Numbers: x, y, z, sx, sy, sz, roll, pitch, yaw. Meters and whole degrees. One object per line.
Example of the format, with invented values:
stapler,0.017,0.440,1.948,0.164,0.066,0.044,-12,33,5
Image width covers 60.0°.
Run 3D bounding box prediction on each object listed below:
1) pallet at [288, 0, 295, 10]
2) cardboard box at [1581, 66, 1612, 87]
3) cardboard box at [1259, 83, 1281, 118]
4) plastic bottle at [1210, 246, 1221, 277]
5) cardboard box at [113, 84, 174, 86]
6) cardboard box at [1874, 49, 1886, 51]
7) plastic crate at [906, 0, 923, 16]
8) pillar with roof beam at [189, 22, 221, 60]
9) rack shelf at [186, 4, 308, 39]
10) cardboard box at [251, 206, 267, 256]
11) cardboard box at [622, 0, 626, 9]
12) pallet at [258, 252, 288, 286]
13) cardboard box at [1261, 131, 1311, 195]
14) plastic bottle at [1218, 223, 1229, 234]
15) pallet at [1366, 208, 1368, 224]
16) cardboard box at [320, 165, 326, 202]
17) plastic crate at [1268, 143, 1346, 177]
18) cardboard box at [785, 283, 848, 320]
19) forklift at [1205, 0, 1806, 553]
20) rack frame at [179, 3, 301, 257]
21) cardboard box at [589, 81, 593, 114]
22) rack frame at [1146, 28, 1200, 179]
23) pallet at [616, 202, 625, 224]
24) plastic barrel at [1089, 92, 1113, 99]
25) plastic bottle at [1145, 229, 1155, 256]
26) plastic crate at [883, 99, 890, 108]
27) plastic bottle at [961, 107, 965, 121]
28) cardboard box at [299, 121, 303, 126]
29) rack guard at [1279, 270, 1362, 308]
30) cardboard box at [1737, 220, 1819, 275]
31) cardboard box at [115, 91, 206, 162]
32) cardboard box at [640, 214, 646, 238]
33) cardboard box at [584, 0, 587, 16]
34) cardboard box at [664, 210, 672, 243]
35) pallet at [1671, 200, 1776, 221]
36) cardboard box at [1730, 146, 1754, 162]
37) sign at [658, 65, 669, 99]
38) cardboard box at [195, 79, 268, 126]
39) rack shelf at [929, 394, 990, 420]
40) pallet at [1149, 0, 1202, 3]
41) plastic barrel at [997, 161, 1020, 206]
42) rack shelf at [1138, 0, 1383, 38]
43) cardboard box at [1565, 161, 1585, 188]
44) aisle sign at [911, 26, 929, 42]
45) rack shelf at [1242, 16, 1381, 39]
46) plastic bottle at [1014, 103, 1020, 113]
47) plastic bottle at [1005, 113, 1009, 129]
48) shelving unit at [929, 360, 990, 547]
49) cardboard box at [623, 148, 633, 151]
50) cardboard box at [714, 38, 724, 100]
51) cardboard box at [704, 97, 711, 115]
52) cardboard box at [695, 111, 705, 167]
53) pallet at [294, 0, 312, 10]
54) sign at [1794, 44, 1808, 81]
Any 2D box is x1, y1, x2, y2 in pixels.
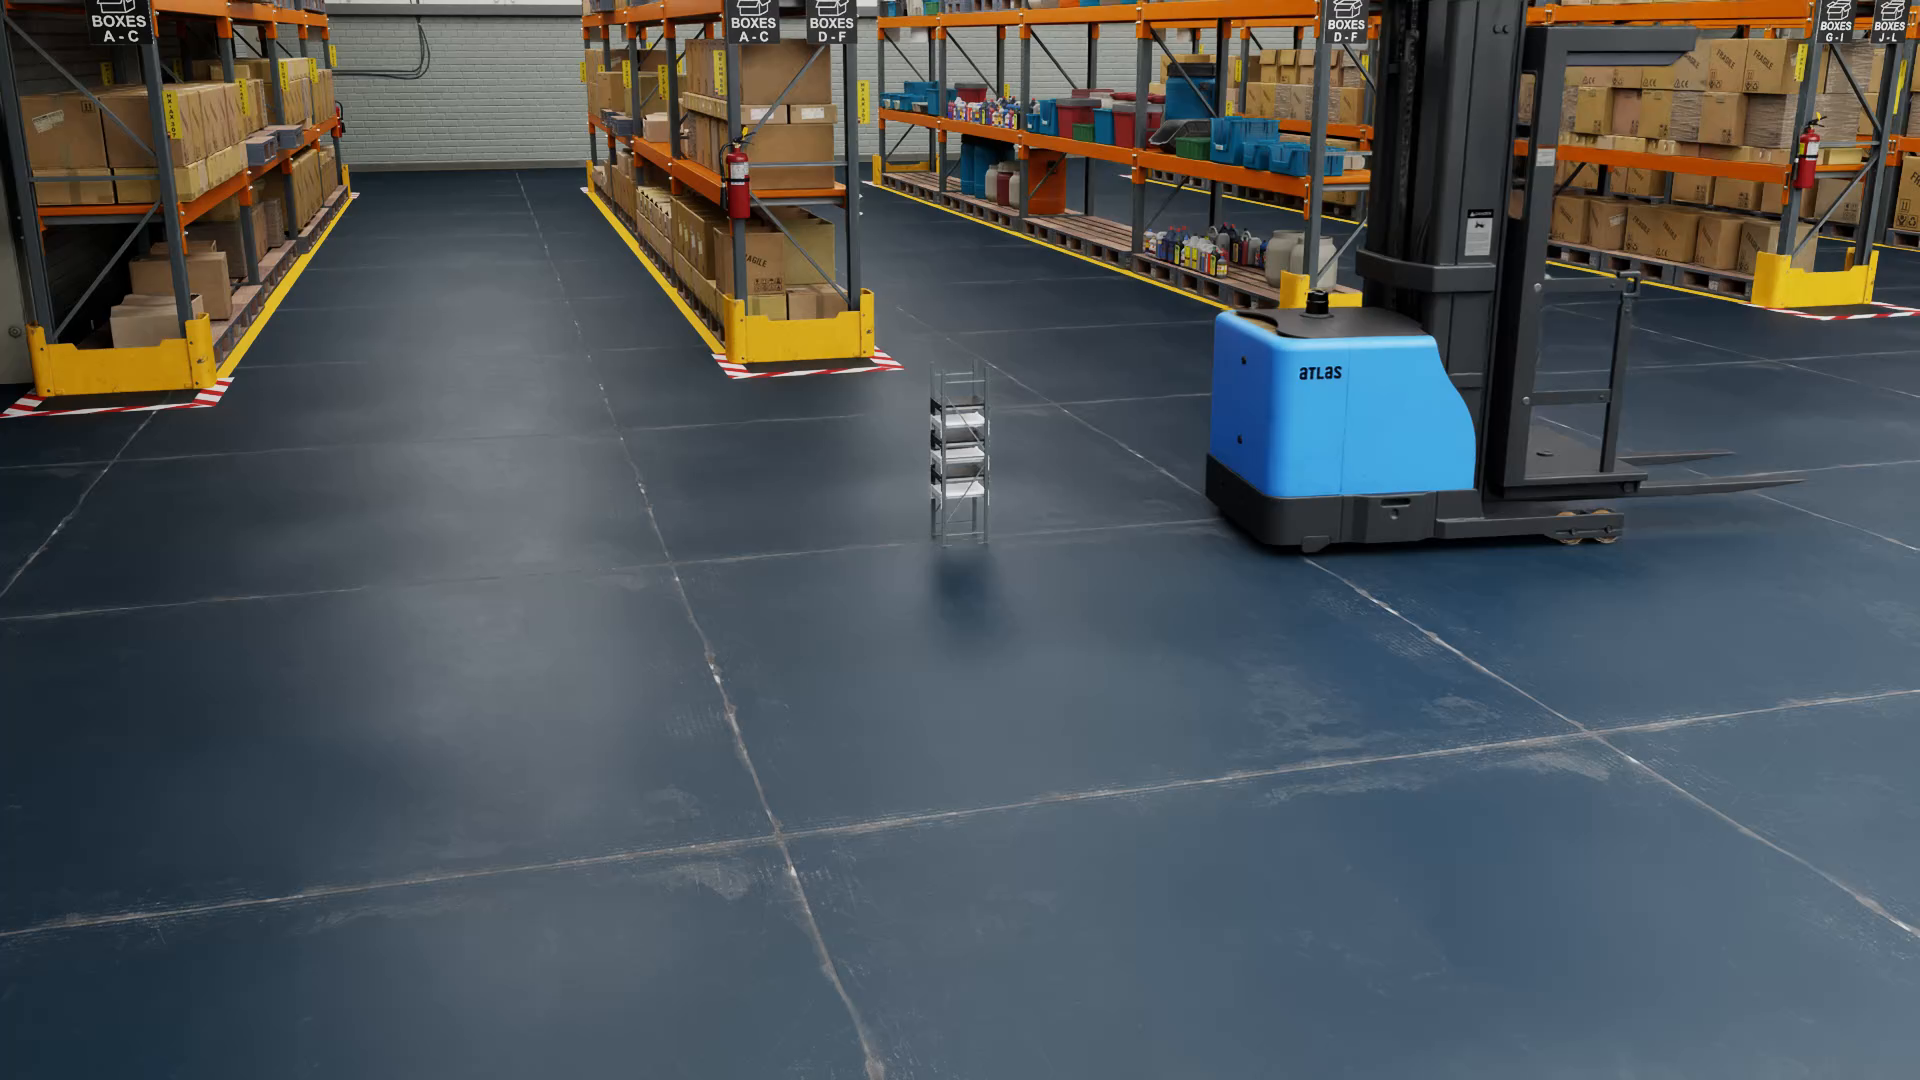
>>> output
pallet,-9.050,-6.941,21.463,0.805,0.209,1.217,-5,18,-17
cardboard box,7.155,-5.194,18.100,0.500,0.500,0.500,-5,17,-15
cardboard box,4.964,-6.782,25.643,0.500,0.500,0.500,-5,17,-15
plastic bottle,2.498,-2.723,16.261,0.061,0.283,0.133,-4,17,-14
cardboard box,-7.222,-3.783,14.754,0.500,0.500,0.500,-5,17,-17
cardboard box,14.894,-7.626,26.712,0.500,0.500,0.500,-5,17,-15
plastic crate,-0.610,-8.478,26.452,0.437,0.282,0.530,-5,17,-15
pillar with roof beam,-6.234,-9.184,23.385,9.100,9.000,0.400,-5,17,-15
rack shelf,-8.799,-6.384,20.528,1.077,0.370,4.000,-5,17,-15
cardboard box,-7.808,-3.271,17.707,0.700,0.500,0.500,-5,17,-16
cardboard box,-3.640,-6.734,20.269,0.910,0.500,0.500,-5,17,-15
pallet,-7.705,-2.850,17.574,1.003,0.211,1.213,-5,17,-15
cardboard box,5.380,-5.781,25.448,1.225,0.875,0.875,-5,18,-17
plastic bottle,2.829,-3.203,17.739,0.144,0.351,0.185,-5,17,-17
pallet,6.251,-4.362,22.607,1.003,0.211,1.213,-5,17,-15
cardboard box,-9.456,-5.064,23.713,0.700,0.500,0.500,-4,17,-15
plastic crate,3.049,-3.353,14.659,0.499,0.251,0.616,-5,17,-15
cardboard box,-1.223,-1.969,13.843,0.500,0.250,0.500,-5,17,-15
forklift,2.892,-1.525,8.433,3.031,2.935,1.130,-3,17,-9
rack frame,-8.250,-4.739,19.015,1.000,3.000,0.127,-5,17,-15
cardboard box,-5.671,-7.107,26.723,0.500,0.500,0.500,-5,17,-16
rack frame,3.839,-8.127,30.292,1.000,3.000,0.127,-5,17,-15
pallet,-4.327,-4.681,23.667,1.003,0.211,1.213,-5,17,-15
plastic barrel,1.764,-5.308,20.715,0.421,0.512,0.421,0,17,0
plastic bottle,2.041,-3.197,17.859,0.097,0.271,0.097,0,17,0
plastic crate,-1.163,-7.448,28.387,0.250,0.136,0.298,-5,17,-15
plastic bottle,0.070,-6.213,24.267,0.097,0.201,0.097,0,17,0
cardboard box,-8.732,-5.379,21.548,0.380,0.149,0.250,-5,17,-15
rack guard,3.408,-2.130,14.672,1.175,0.500,0.348,-5,17,-15
cardboard box,8.081,-2.879,16.437,0.500,0.500,0.500,-1,17,-5
cardboard box,-6.020,-3.116,12.535,0.500,0.500,0.500,-5,17,-15
cardboard box,-3.487,-3.709,19.635,0.500,0.250,0.500,-5,17,-17
cardboard box,-5.665,-8.408,26.275,0.500,0.250,0.500,-5,17,-15
cardboard box,-2.776,-3.267,17.190,0.500,0.311,0.500,-5,17,-15
pallet,10.979,-4.718,23.793,1.003,0.211,1.213,-5,17,-15
cardboard box,7.773,-3.777,16.250,0.380,0.149,0.250,-5,17,-15
sign,-2.908,-4.496,16.331,0.100,0.325,0.005,-5,17,-15
cardboard box,-8.111,-4.868,18.507,0.700,0.500,0.500,-7,18,-22
rack shelf,-0.002,-0.660,8.262,0.258,0.077,0.200,-5,17,-15
pallet,2.667,-5.570,16.896,1.213,0.211,1.003,-5,17,-15
plastic barrel,0.815,-5.015,23.395,0.600,0.588,0.708,-5,17,-15
rack shelf,2.925,-4.955,15.769,1.077,0.370,4.000,-5,17,-15
cardboard box,9.988,-5.873,26.405,0.500,0.500,0.500,-4,17,-14
aisle sign,-0.661,-9.023,28.758,0.394,0.787,0.004,-5,17,-15
rack shelf,5.488,-7.559,24.439,1.077,0.370,4.000,-5,17,-15
plastic bottle,0.820,-6.127,23.858,0.097,0.271,0.097,0,17,0
plastic bottle,0.650,-5.629,22.324,0.097,0.201,0.097,0,17,0
shelving unit,-0.002,-0.433,8.330,0.258,0.900,0.210,-5,17,-15
cardboard box,-5.300,-6.227,27.549,0.500,0.500,0.500,-5,17,-15
cardboard box,-1.709,-4.017,14.183,0.700,0.500,0.500,-5,17,-15
cardboard box,-2.072,-3.866,14.807,0.380,0.149,0.250,-5,17,-16
cardboard box,-2.109,-3.806,15.733,0.700,0.500,0.500,-5,17,-16
pallet,-9.564,-7.467,23.035,1.003,0.211,1.213,-5,17,-15
sign,7.697,-4.369,15.219,0.100,0.325,0.005,-5,17,-15
